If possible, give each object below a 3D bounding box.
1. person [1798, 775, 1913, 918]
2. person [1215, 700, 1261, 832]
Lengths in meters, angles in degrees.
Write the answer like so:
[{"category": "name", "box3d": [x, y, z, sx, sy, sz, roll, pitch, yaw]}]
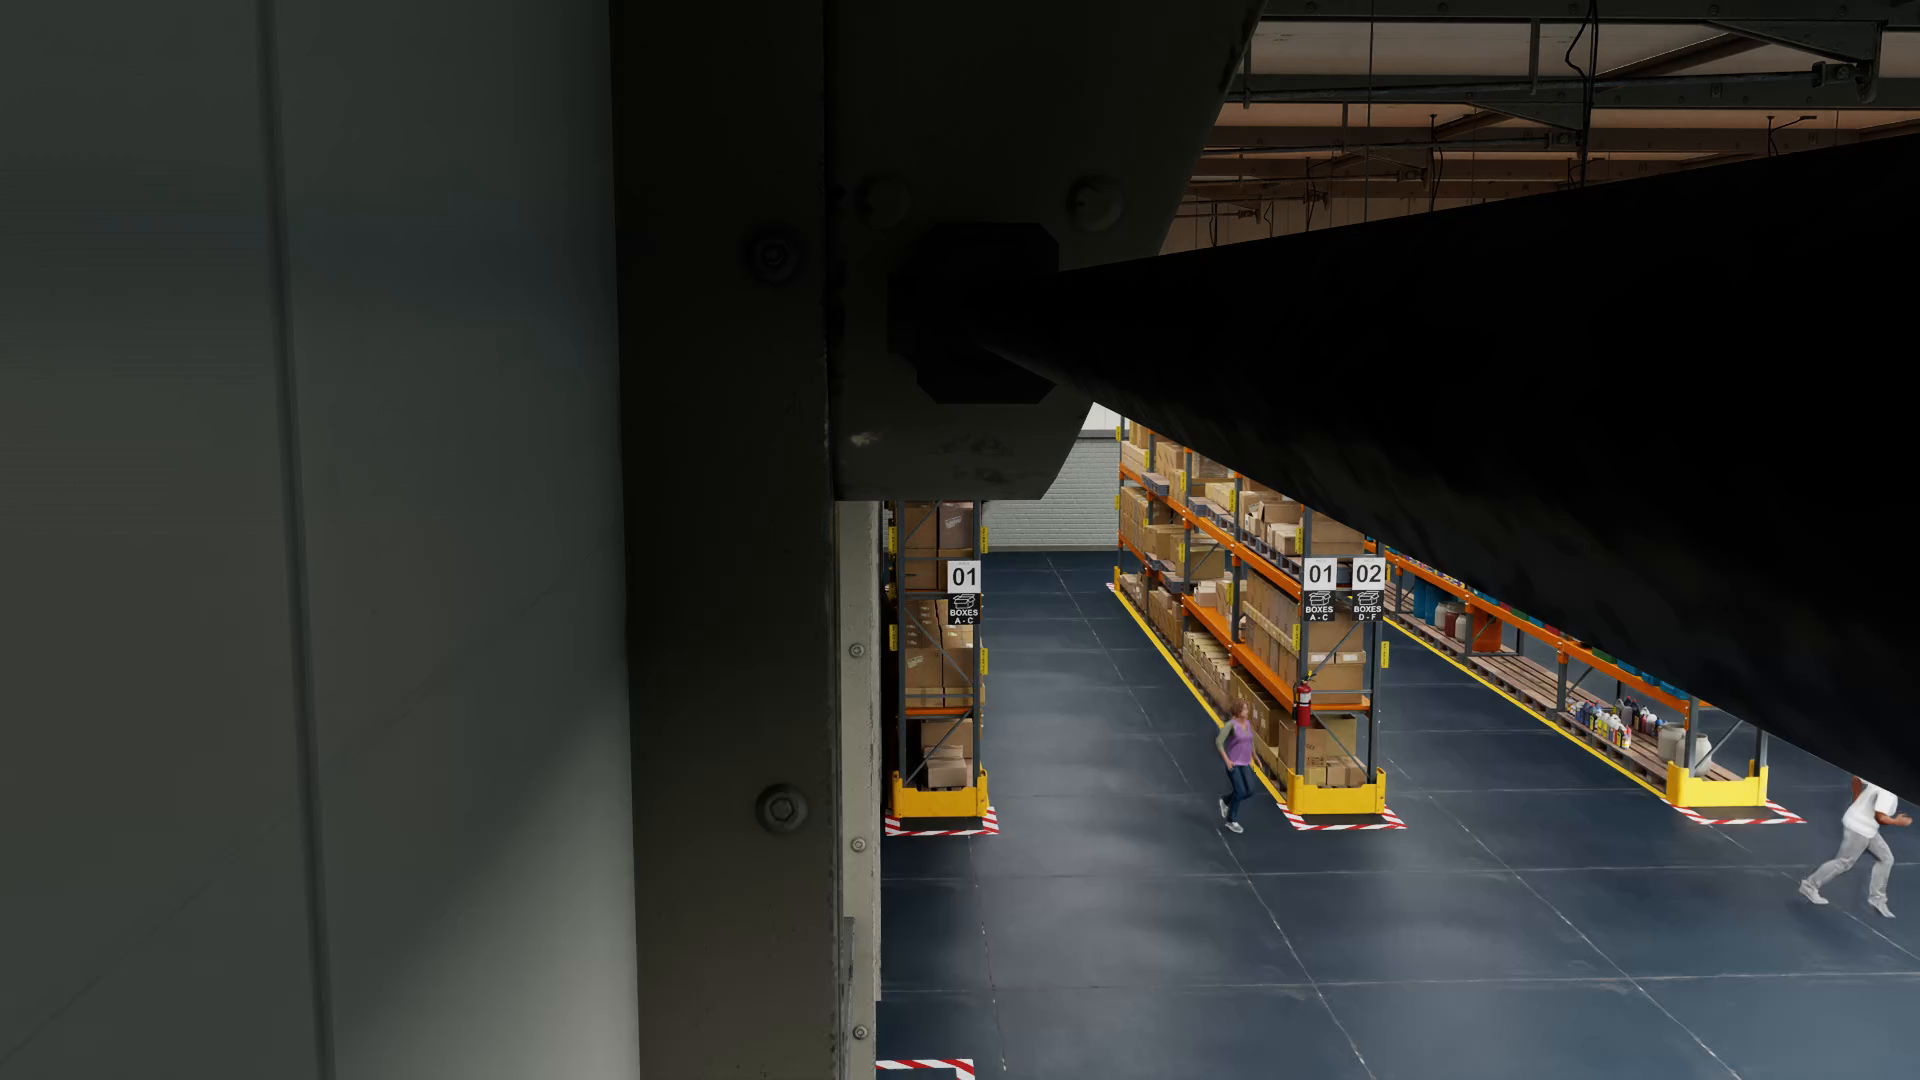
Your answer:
[{"category": "person", "box3d": [9.312, 3.067, 17.243, 1.033, 1.717, 0.746, 3, 9, 22]}, {"category": "person", "box3d": [3.347, 2.712, 20.044, 0.600, 1.550, 0.481, -6, 10, -34]}]
